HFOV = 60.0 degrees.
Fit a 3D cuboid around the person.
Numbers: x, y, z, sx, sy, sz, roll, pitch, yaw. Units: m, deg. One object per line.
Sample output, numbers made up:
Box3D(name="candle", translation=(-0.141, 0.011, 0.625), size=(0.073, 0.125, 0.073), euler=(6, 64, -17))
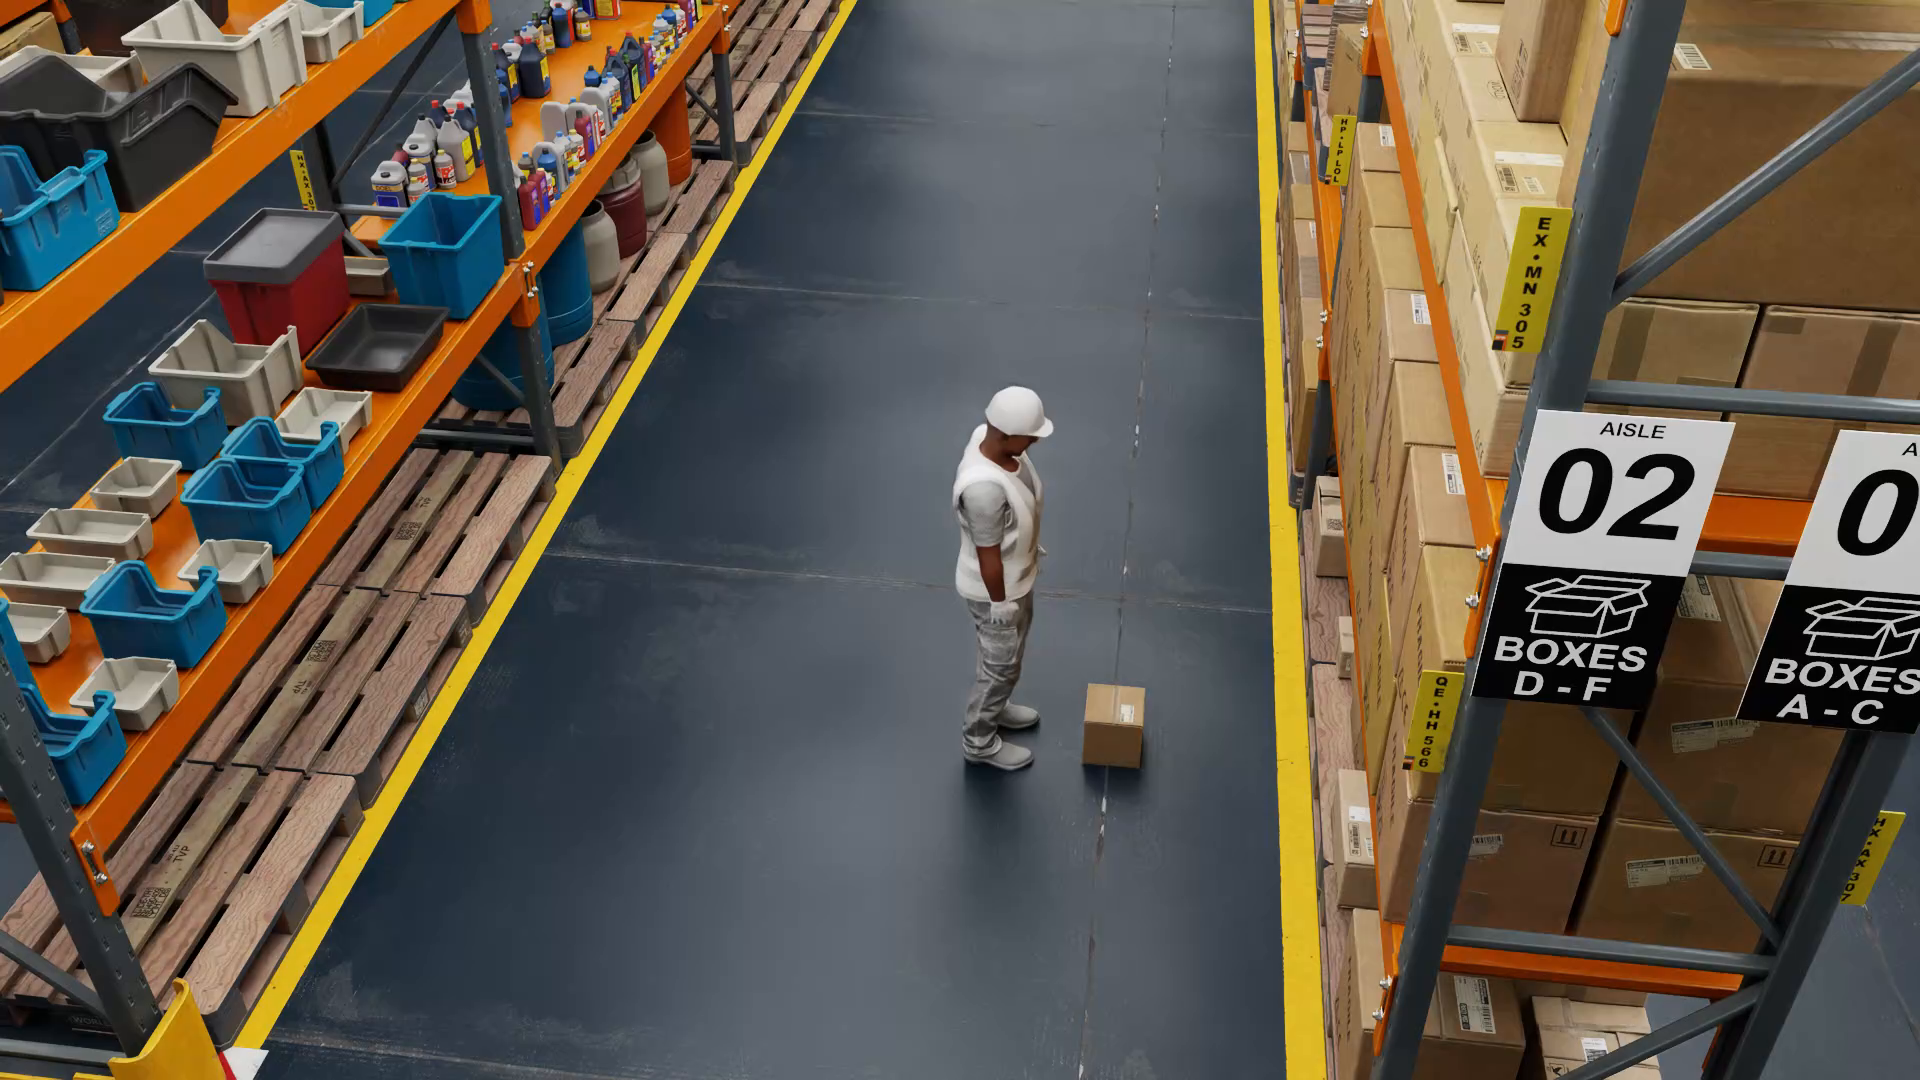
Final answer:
Box3D(name="person", translation=(0.173, 0.141, 6.840), size=(0.373, 1.771, 0.553), euler=(5, 36, 7))
